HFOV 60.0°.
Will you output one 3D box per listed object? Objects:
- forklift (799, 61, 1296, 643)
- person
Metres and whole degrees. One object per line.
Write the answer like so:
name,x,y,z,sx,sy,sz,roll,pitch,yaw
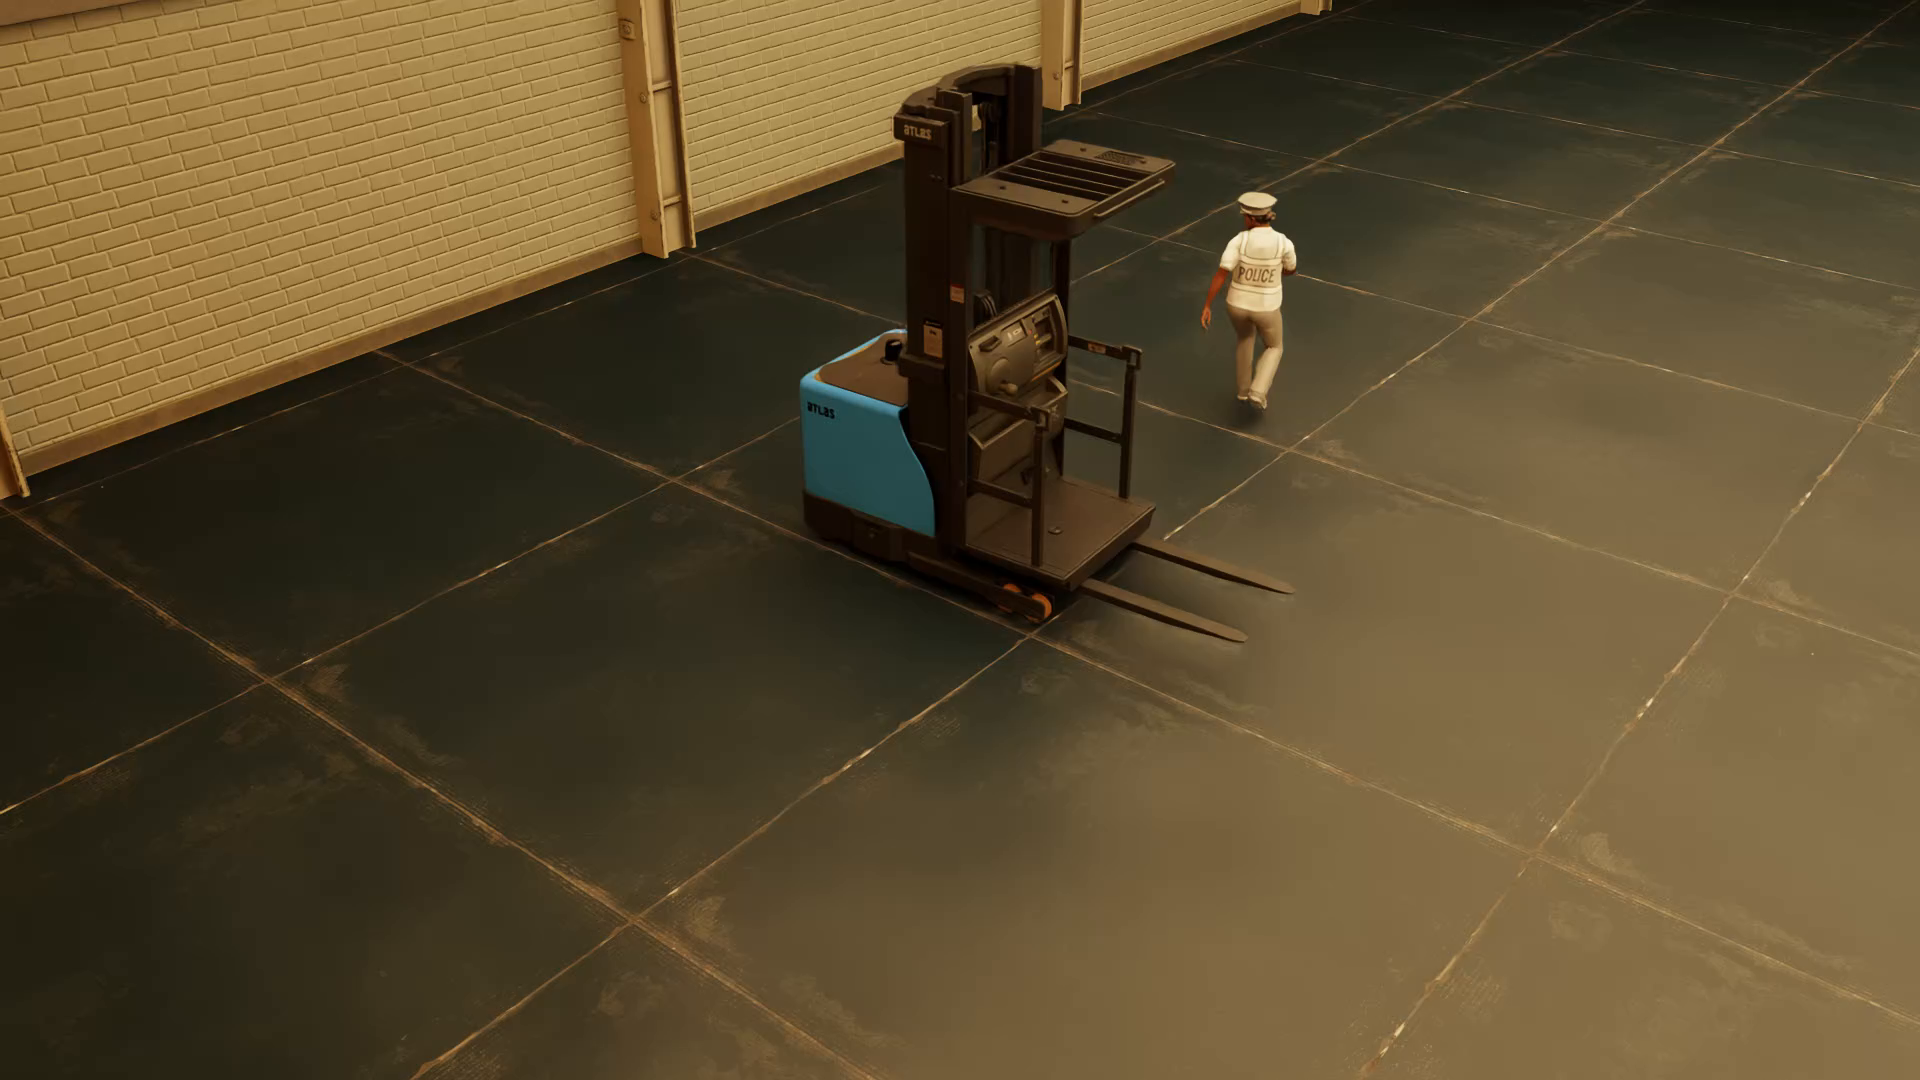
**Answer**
forklift,0.507,-1.091,9.461,3.031,2.935,1.130,20,36,30
person,2.074,-1.682,11.814,0.548,1.599,0.640,12,32,20
